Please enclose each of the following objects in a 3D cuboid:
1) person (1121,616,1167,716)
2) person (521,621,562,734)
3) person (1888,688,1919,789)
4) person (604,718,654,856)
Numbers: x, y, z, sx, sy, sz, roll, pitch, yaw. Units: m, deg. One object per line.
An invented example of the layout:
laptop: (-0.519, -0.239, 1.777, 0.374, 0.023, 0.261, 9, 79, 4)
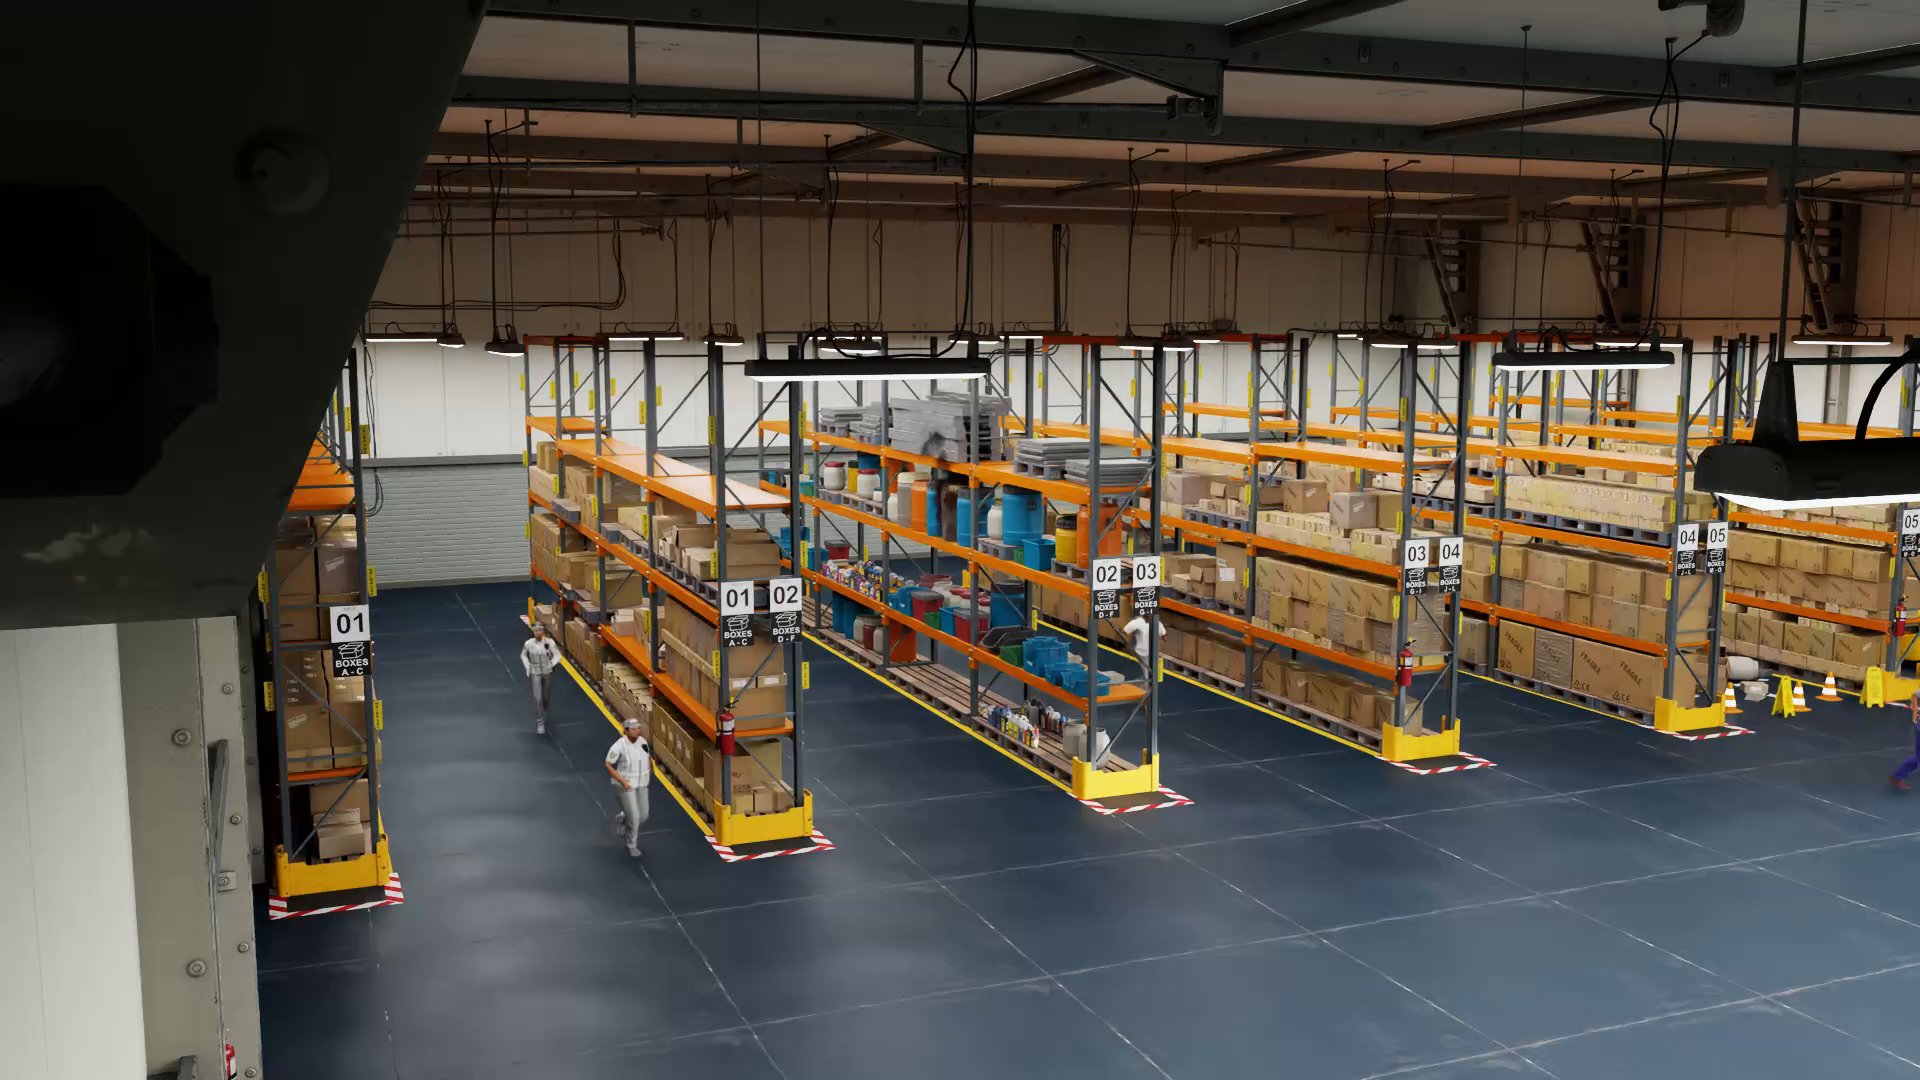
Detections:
person: (3.030, 1.868, 26.834, 0.693, 1.778, 0.946, -5, 9, -31)
person: (-6.460, 2.071, 25.693, 0.608, 1.705, 0.833, -2, 8, -15)
person: (12.896, 2.592, 22.186, 0.830, 1.688, 0.626, 3, 8, 22)
person: (-3.956, 2.924, 19.862, 0.626, 1.648, 0.642, 7, 10, 43)
